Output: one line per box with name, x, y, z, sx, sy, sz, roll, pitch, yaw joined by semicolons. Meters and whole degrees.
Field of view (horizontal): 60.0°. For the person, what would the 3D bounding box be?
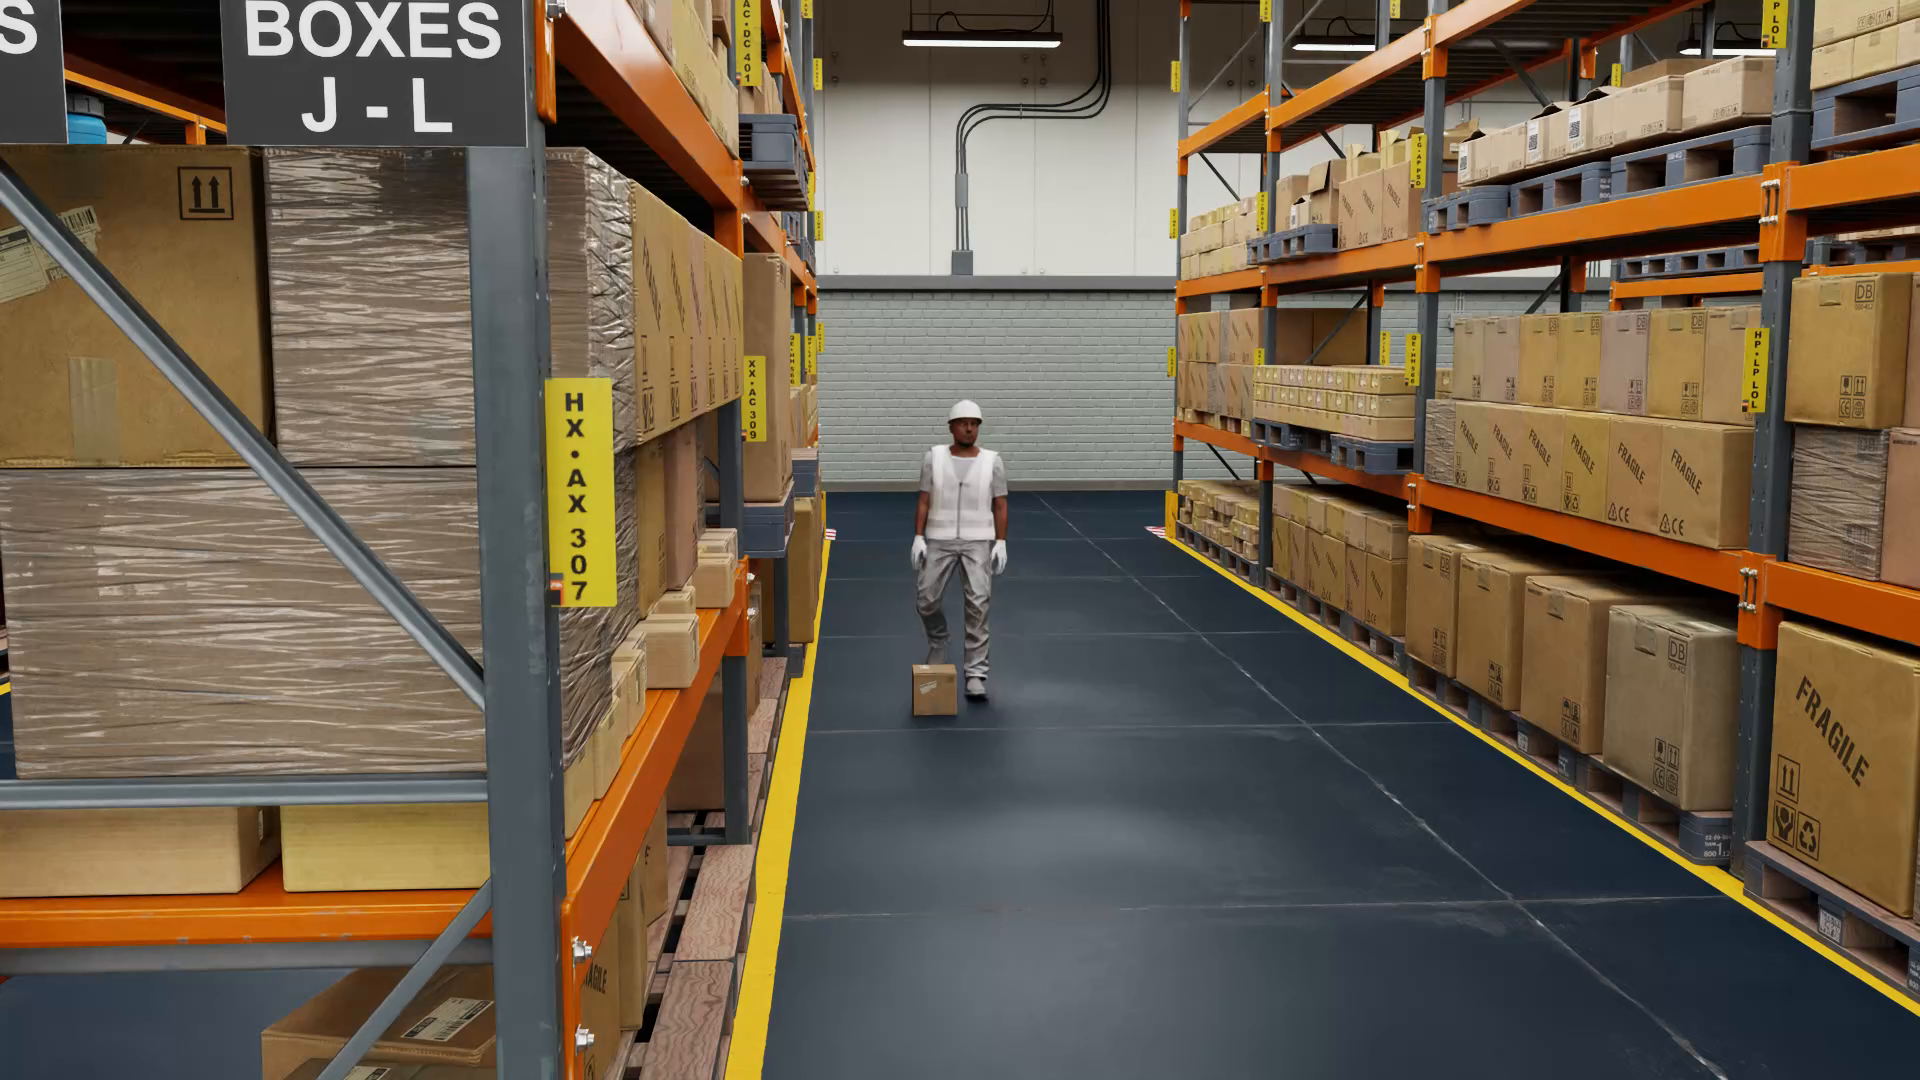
person;-0.007;0.031;10.215;0.604;1.771;0.713;0;7;3
